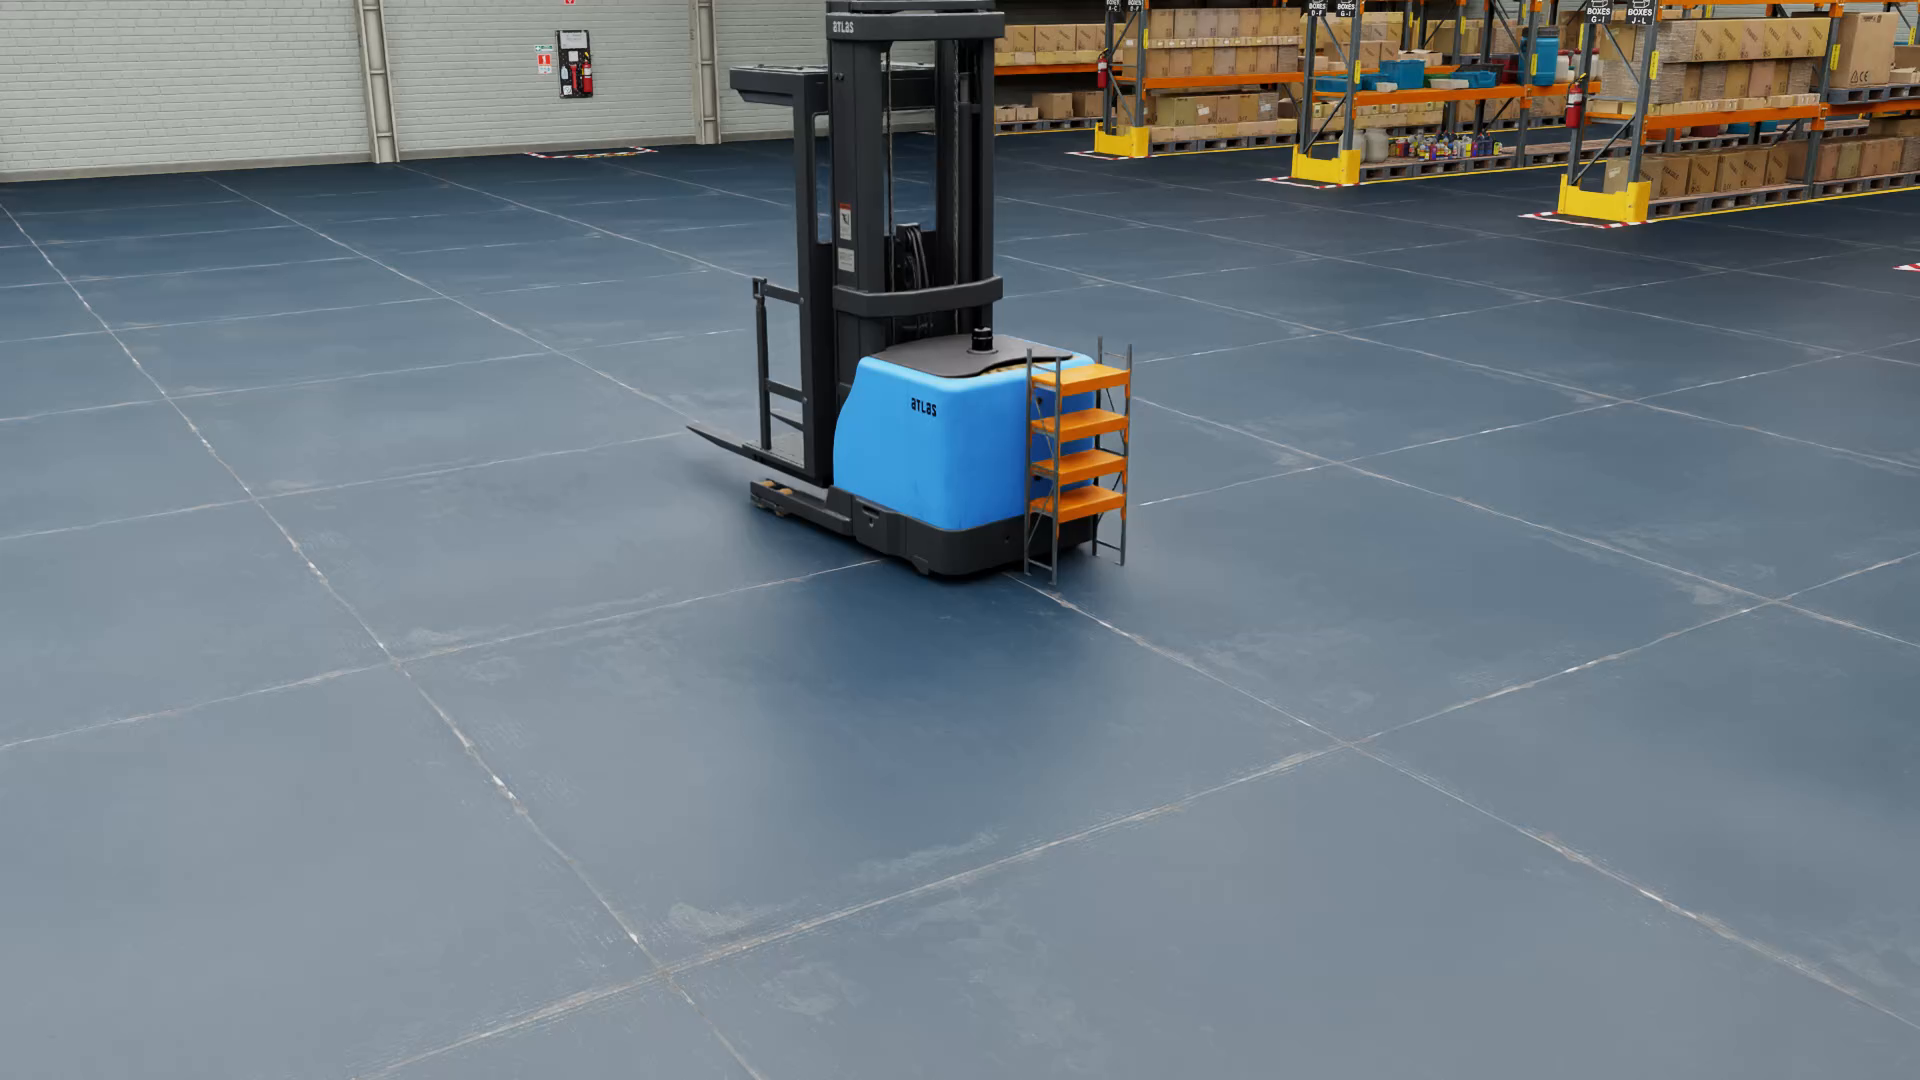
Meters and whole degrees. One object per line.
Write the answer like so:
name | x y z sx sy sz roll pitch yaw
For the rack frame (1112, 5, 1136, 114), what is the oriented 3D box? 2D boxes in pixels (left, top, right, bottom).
rack frame | 3.491 -10.316 35.075 0.127 3.000 1.000 -12 22 -31

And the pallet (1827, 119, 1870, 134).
pallet | 18.252 -8.324 33.536 1.213 0.211 1.003 -12 22 -31

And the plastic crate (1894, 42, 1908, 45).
plastic crate | 18.785 -9.716 33.151 0.499 0.435 0.616 -12 22 -31

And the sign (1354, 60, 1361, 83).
sign | 5.898 -6.945 24.670 0.005 0.325 0.100 -12 22 -31

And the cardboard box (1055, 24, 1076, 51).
cardboard box | 1.992 -10.176 33.694 0.500 0.500 0.500 -11 22 -30

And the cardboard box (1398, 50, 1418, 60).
cardboard box | 8.706 -9.548 32.943 0.500 0.311 0.500 -12 22 -32

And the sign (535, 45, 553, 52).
sign | -7.346 -8.681 29.355 0.331 0.109 0.001 -12 22 -31

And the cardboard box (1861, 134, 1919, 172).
cardboard box | 14.000 -5.845 25.068 0.500 0.500 0.700 -14 23 -36

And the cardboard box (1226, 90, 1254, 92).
cardboard box | 5.246 -8.155 31.150 0.500 0.500 0.500 -12 22 -31

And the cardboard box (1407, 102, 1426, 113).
cardboard box | 8.827 -8.607 32.781 0.500 0.311 0.500 -12 22 -32

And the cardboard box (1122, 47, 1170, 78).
cardboard box | 3.275 -8.413 29.290 0.500 0.500 0.700 -12 22 -31

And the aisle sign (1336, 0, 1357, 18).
aisle sign | 5.700 -8.102 24.467 0.004 0.787 0.394 -12 22 -31

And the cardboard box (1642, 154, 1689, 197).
cardboard box | 9.335 -4.871 22.217 0.500 0.500 0.500 -6 20 -17

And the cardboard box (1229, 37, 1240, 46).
cardboard box | 4.828 -8.970 29.925 0.250 0.149 0.380 -11 22 -30

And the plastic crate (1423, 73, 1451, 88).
plastic crate | 7.651 -7.402 26.786 0.662 0.188 0.450 -12 22 -31

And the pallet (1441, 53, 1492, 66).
pallet | 10.087 -9.743 33.681 1.003 0.211 1.213 -12 22 -31

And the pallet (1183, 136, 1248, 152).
pallet | 4.512 -7.325 30.583 1.213 0.211 1.003 -12 22 -31

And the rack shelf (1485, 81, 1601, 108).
rack shelf | 10.610 -7.677 28.394 4.000 0.370 1.077 -12 22 -31

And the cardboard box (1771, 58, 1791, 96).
cardboard box | 10.817 -6.388 22.836 0.500 0.500 0.875 -12 22 -31

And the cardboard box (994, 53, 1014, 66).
cardboard box | 0.733 -9.551 33.014 0.500 0.250 0.500 -13 22 -33

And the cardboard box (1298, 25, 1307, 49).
cardboard box | 7.379 -11.235 37.142 0.500 0.500 0.500 -11 22 -30

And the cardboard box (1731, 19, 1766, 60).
cardboard box | 10.185 -6.587 21.863 0.500 0.500 0.500 -12 22 -31

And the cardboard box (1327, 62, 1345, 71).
cardboard box | 7.071 -8.974 31.497 0.250 0.149 0.380 -12 22 -31

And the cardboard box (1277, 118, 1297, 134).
cardboard box | 5.952 -7.748 31.116 0.500 0.250 0.500 -12 22 -31

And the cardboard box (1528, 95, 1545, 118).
cardboard box | 11.809 -9.088 34.660 0.500 0.500 0.500 -12 22 -31

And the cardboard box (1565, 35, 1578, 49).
cardboard box | 13.177 -10.605 35.773 0.500 0.500 0.500 -11 22 -31

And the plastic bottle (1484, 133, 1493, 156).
plastic bottle | 8.561 -6.429 27.027 0.185 0.351 0.144 -13 22 -33

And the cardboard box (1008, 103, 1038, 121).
cardboard box | 1.254 -8.744 33.937 0.500 0.311 0.500 -10 21 -27

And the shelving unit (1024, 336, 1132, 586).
shelving unit | 0.606 -0.411 8.586 0.503 1.200 0.258 -14 23 -36

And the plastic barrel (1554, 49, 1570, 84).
plastic barrel | 9.860 -7.840 27.540 0.433 0.535 0.433 0 19 0

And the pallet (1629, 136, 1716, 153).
pallet | 12.916 -7.199 30.211 1.213 0.211 1.003 -12 22 -31

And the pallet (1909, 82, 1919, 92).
pallet | 14.468 -6.801 24.977 1.003 0.211 1.213 -12 22 -31

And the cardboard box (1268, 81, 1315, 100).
cardboard box | 7.518 -10.295 37.715 0.750 0.750 0.750 -12 22 -32

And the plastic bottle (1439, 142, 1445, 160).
plastic bottle | 7.655 -6.191 26.448 0.097 0.271 0.097 0 19 0

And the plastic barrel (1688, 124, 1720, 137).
plastic barrel | 13.623 -7.717 30.496 0.708 0.588 0.600 -12 22 -31

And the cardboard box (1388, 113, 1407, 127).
cardboard box | 8.404 -8.255 32.616 0.500 0.250 0.500 -11 22 -30

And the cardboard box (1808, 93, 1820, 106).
cardboard box | 11.646 -6.106 23.013 0.250 0.149 0.380 -12 22 -31

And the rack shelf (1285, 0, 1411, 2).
rack shelf | 8.502 -12.453 37.836 4.000 0.370 1.077 -12 22 -31

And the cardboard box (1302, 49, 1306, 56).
cardboard box | 7.718 -10.973 37.380 0.250 0.149 0.380 -11 22 -30

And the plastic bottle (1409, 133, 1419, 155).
plastic bottle | 7.370 -6.447 27.081 0.185 0.351 0.144 -11 22 -29

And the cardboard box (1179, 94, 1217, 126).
cardboard box | 4.276 -7.754 29.962 0.500 0.500 0.500 -12 22 -31

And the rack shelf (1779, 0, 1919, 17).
rack shelf | 13.334 -7.774 23.994 4.000 0.370 1.077 -12 22 -31

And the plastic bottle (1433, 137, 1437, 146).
plastic bottle | 7.778 -6.481 27.306 0.097 0.271 0.097 0 19 0

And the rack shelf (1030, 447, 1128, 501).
rack shelf | 0.606 -0.347 8.608 0.480 0.148 0.258 -14 23 -36

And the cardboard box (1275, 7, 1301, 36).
cardboard box | 5.852 -9.574 30.697 0.500 0.500 0.700 -12 22 -31

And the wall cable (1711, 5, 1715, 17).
wall cable | 18.434 -14.701 43.527 0.112 2.526 3.097 -12 22 -31

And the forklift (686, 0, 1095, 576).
forklift | -0.575 -1.609 9.428 1.130 2.935 3.031 -14 23 -36

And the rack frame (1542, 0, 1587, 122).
rack frame | 12.900 -10.401 35.325 0.127 3.000 1.000 -12 22 -31

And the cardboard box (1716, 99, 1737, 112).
cardboard box | 9.999 -5.742 21.938 0.250 0.149 0.380 -12 22 -31

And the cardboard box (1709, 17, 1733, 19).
cardboard box | 10.314 -6.815 22.539 0.500 0.500 0.500 -12 22 -31

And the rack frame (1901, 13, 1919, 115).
rack frame | 15.005 -7.046 25.402 0.127 3.000 1.000 -12 22 -31

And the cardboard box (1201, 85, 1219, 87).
cardboard box | 5.322 -10.084 36.433 0.500 0.250 0.500 -12 22 -32
